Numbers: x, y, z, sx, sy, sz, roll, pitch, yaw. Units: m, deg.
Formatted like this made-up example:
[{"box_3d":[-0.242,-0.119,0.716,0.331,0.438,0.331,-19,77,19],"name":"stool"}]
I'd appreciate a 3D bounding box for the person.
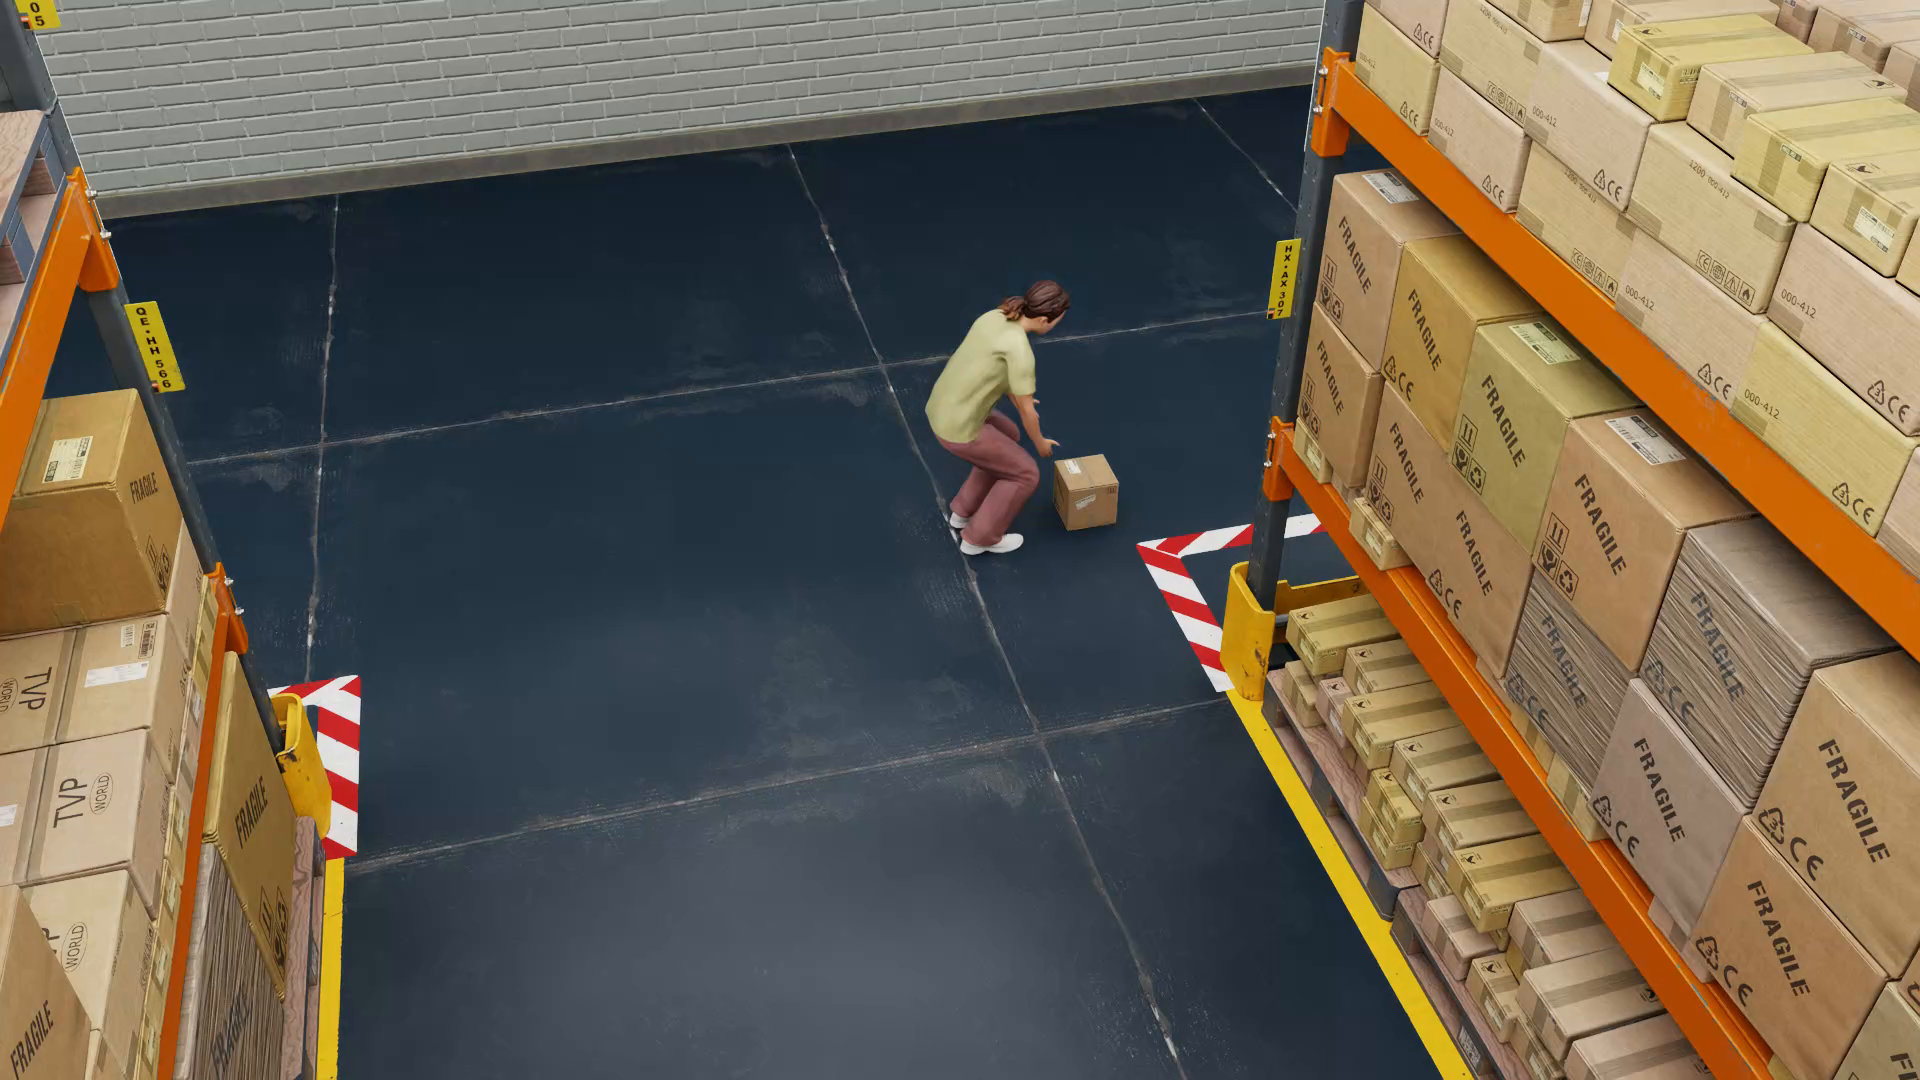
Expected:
[{"box_3d":[0.169,-0.582,7.731,0.668,1.333,0.511,-9,39,-11],"name":"person"}]
